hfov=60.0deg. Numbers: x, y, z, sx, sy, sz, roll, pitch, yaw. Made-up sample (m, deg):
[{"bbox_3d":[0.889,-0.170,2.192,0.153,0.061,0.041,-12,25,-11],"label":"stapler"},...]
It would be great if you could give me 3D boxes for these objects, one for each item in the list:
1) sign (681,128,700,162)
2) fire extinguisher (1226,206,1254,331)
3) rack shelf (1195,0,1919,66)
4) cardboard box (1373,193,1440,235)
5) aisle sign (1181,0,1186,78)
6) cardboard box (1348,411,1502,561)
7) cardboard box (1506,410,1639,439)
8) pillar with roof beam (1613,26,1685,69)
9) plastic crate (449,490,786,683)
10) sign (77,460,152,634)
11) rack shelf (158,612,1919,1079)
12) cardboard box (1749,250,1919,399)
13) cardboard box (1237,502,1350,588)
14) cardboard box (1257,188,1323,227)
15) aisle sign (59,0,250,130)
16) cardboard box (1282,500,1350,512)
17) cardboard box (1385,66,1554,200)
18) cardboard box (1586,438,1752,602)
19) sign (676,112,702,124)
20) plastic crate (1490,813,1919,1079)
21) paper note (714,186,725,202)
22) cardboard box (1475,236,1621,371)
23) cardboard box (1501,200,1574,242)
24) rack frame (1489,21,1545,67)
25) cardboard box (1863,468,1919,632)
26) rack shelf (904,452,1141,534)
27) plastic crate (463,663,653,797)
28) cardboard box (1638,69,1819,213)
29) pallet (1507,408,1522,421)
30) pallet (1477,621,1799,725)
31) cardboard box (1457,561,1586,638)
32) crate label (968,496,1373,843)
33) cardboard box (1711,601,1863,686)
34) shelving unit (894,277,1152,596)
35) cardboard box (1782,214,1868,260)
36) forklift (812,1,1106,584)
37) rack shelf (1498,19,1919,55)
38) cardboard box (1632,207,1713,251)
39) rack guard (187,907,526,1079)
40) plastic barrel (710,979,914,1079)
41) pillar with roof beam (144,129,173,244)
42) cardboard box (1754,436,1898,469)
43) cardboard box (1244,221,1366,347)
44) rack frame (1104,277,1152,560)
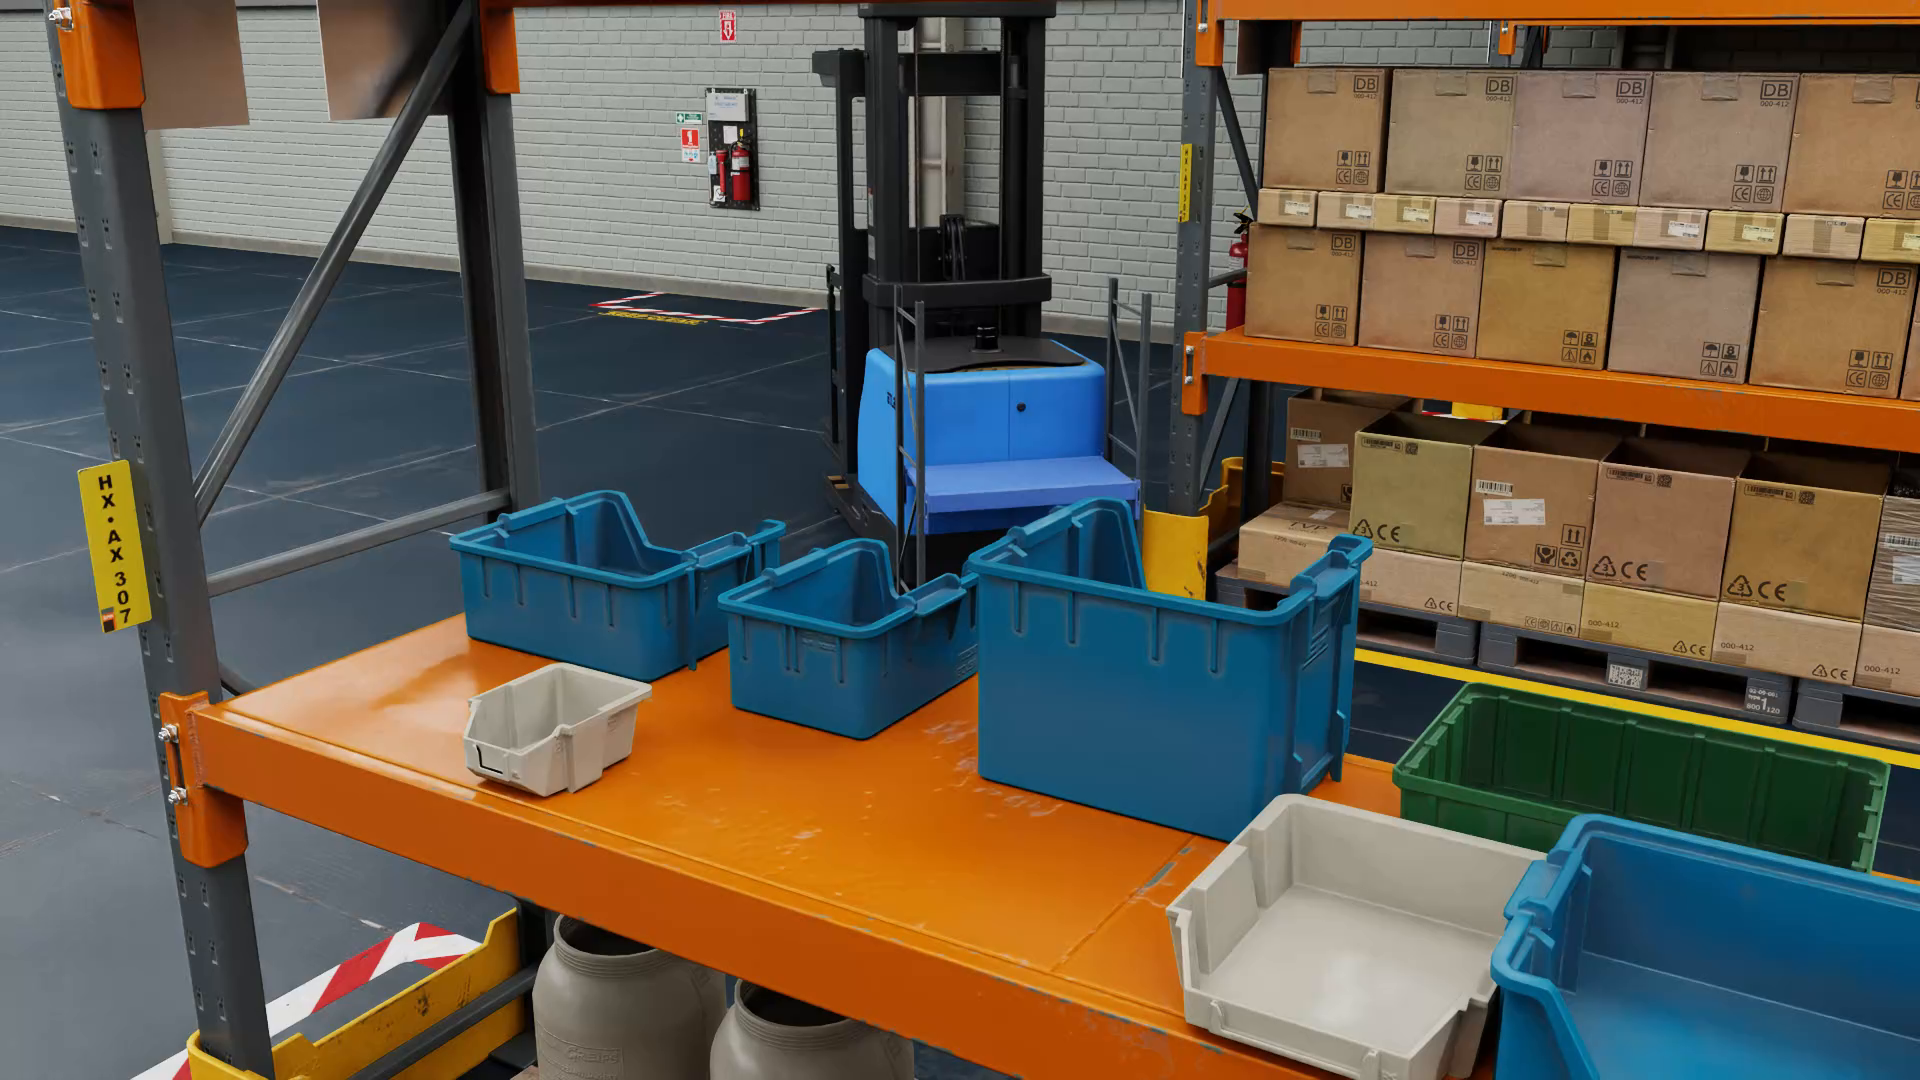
[{"bbox_3d":[-2.715,-3.976,16.748,0.234,0.329,0.001,10,20,30],"label":"sign"},{"bbox_3d":[1.404,-1.312,8.173,0.183,0.674,0.296,10,20,30],"label":"fire extinguisher"},{"bbox_3d":[2.966,-2.003,6.391,4.000,0.370,1.077,10,20,30],"label":"rack shelf"},{"bbox_3d":[1.922,-1.384,6.987,0.250,0.149,0.380,10,20,30],"label":"cardboard box"},{"bbox_3d":[1.046,-2.394,7.129,0.004,0.787,0.394,10,20,30],"label":"aisle sign"},{"bbox_3d":[2.029,-0.248,7.255,0.500,0.500,0.500,10,20,30],"label":"cardboard box"},{"bbox_3d":[2.734,-0.304,7.439,0.500,0.500,0.500,10,20,30],"label":"cardboard box"},{"bbox_3d":[2.647,-4.356,7.737,0.400,9.000,9.100,10,20,30],"label":"pillar with roof beam"},{"bbox_3d":[-0.750,0.083,3.702,0.616,0.251,0.499,10,20,30],"label":"plastic crate"},{"bbox_3d":[-1.625,0.013,3.200,0.005,0.325,0.100,10,20,30],"label":"sign"},{"bbox_3d":[0.371,0.659,2.790,4.000,0.370,1.077,10,20,30],"label":"rack shelf"},{"bbox_3d":[3.411,-0.877,6.437,0.500,0.500,0.700,10,20,31],"label":"cardboard box"},{"bbox_3d":[1.602,0.035,7.613,0.500,0.250,0.500,10,20,30],"label":"cardboard box"},{"bbox_3d":[1.484,-1.461,7.243,0.250,0.149,0.380,10,20,30],"label":"cardboard box"},{"bbox_3d":[-1.548,-1.172,3.106,0.004,0.787,0.394,10,20,30],"label":"aisle sign"},{"bbox_3d":[1.873,-0.093,8.035,0.500,0.250,0.500,10,20,30],"label":"cardboard box"},{"bbox_3d":[2.149,-1.724,6.991,0.500,0.500,0.700,10,19,29],"label":"cardboard box"},{"bbox_3d":[2.879,-0.095,6.750,0.500,0.500,0.500,10,20,30],"label":"cardboard box"},{"bbox_3d":[-2.716,-4.227,16.662,0.331,0.109,0.001,10,20,30],"label":"sign"},{"bbox_3d":[0.990,0.589,2.038,0.616,0.251,0.499,10,20,30],"label":"plastic crate"},{"bbox_3d":[-2.413,-3.472,16.665,0.142,0.148,0.016,10,20,30],"label":"paper note"},{"bbox_3d":[2.523,-1.034,6.953,0.500,0.500,0.700,10,20,30],"label":"cardboard box"},{"bbox_3d":[2.364,-1.305,6.727,0.250,0.149,0.380,9,19,28],"label":"cardboard box"},{"bbox_3d":[3.851,-2.444,11.765,0.127,3.000,1.000,10,20,30],"label":"rack frame"},{"bbox_3d":[3.741,0.053,6.264,0.500,0.500,0.500,10,20,30],"label":"cardboard box"},{"bbox_3d":[0.268,-0.223,7.645,1.000,0.185,0.538,-4,18,-13],"label":"rack shelf"},{"bbox_3d":[-0.739,0.352,3.015,0.250,0.136,0.298,10,20,30],"label":"plastic crate"},{"bbox_3d":[3.006,-1.571,6.489,0.500,0.500,0.700,10,20,30],"label":"cardboard box"},{"bbox_3d":[4.590,-0.965,11.696,1.213,0.211,1.003,10,20,30],"label":"pallet"},{"bbox_3d":[2.971,0.410,7.169,1.213,0.211,1.003,10,20,30],"label":"pallet"},{"bbox_3d":[2.456,0.187,7.114,0.500,0.250,0.500,10,20,30],"label":"cardboard box"},{"bbox_3d":[0.376,0.206,2.981,0.616,0.435,0.502,10,20,30],"label":"crate label"},{"bbox_3d":[3.306,0.340,6.610,0.500,0.250,0.500,10,20,30],"label":"cardboard box"},{"bbox_3d":[0.269,-0.394,7.592,1.048,1.500,0.538,-4,18,-13],"label":"shelving unit"},{"bbox_3d":[3.245,-1.148,6.211,0.250,0.149,0.380,11,20,32],"label":"cardboard box"},{"bbox_3d":[-0.167,-1.579,9.037,1.130,2.935,3.031,-5,17,-15],"label":"forklift"},{"bbox_3d":[5.555,-3.230,10.432,4.000,0.370,1.077,10,20,30],"label":"rack shelf"},{"bbox_3d":[2.793,-1.227,6.473,0.250,0.149,0.380,10,20,31],"label":"cardboard box"},{"bbox_3d":[-1.244,1.206,4.051,0.348,0.500,1.175,10,20,30],"label":"rack guard"},{"bbox_3d":[-0.306,1.157,3.469,0.421,0.512,0.421,0,17,0],"label":"plastic barrel"},{"bbox_3d":[-12.691,-7.094,16.751,0.400,9.000,9.100,10,20,30],"label":"pillar with roof beam"},{"bbox_3d":[3.587,-0.152,6.939,0.500,0.500,0.500,10,20,30],"label":"cardboard box"},{"bbox_3d":[1.653,-1.190,7.465,0.500,0.500,0.700,10,20,30],"label":"cardboard box"},{"bbox_3d":[0.763,-0.429,7.706,0.032,1.500,0.500,-4,18,-13],"label":"rack frame"}]
